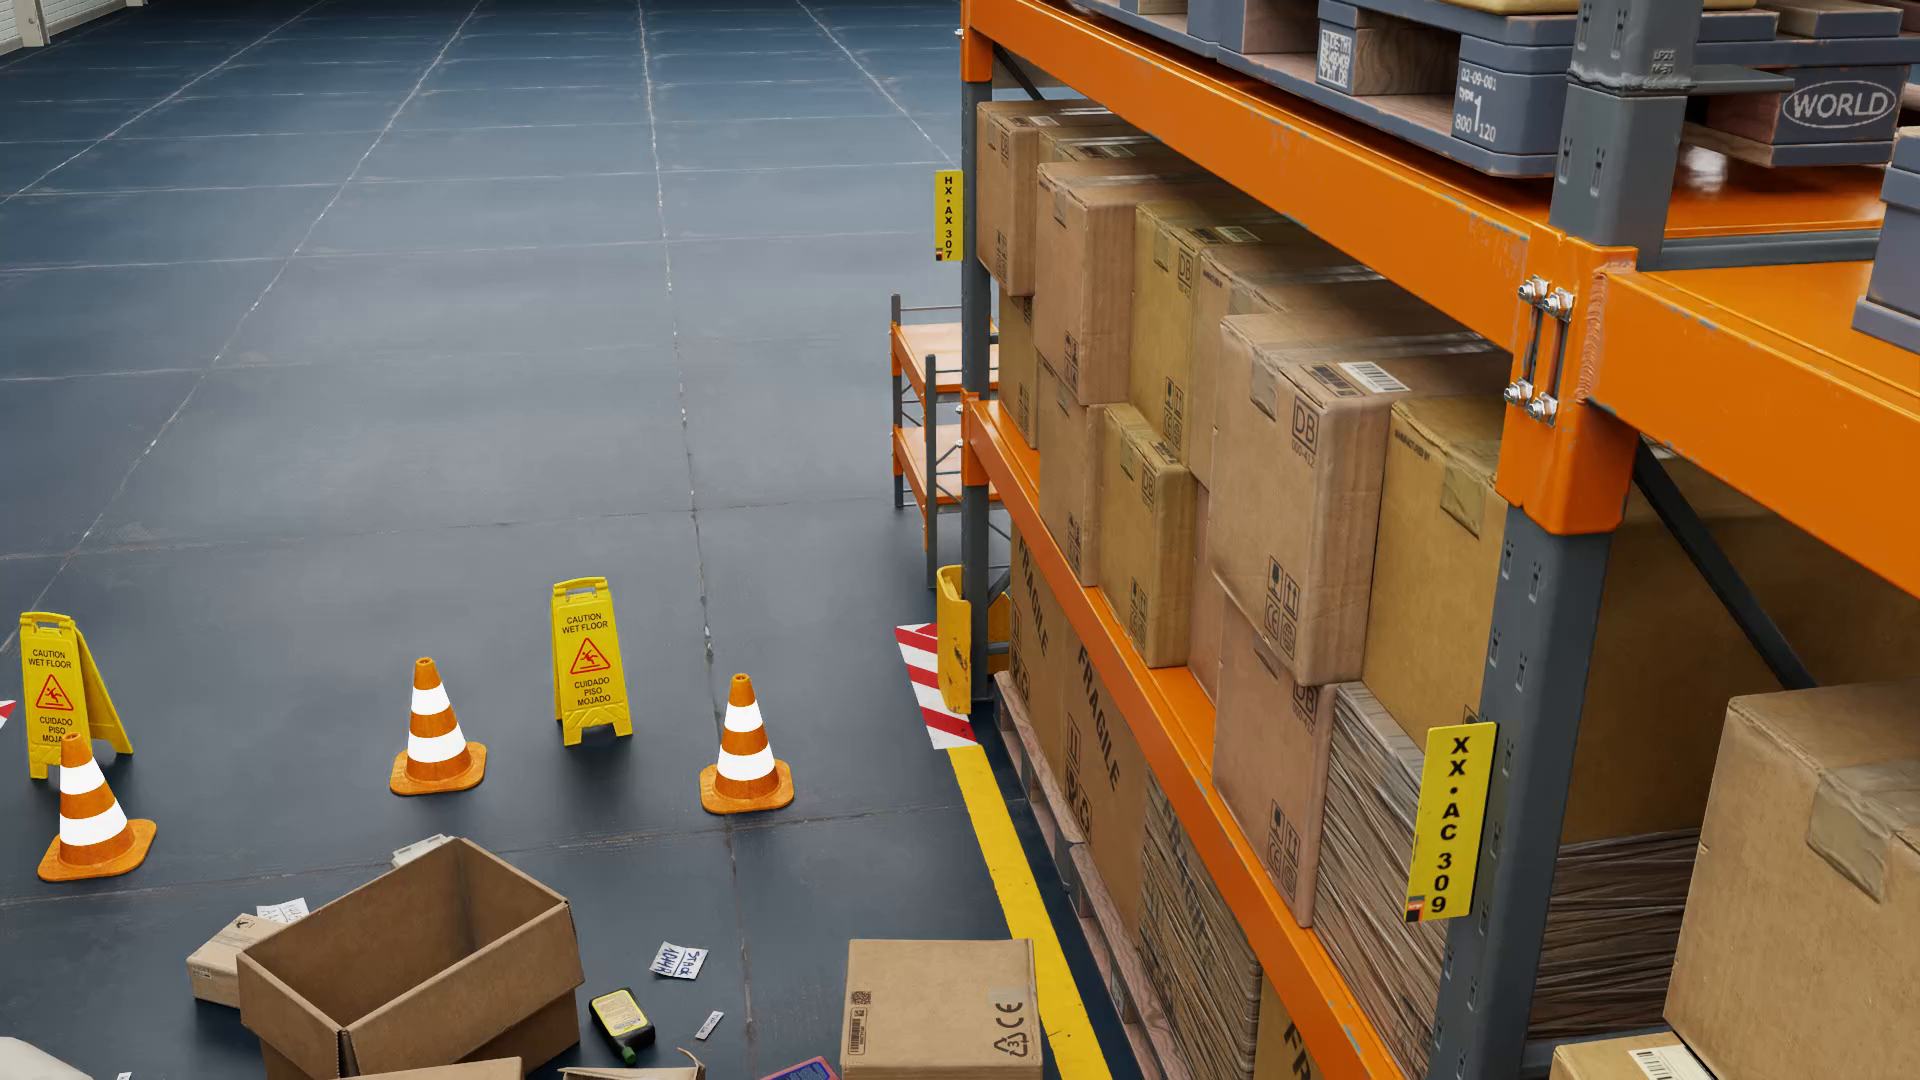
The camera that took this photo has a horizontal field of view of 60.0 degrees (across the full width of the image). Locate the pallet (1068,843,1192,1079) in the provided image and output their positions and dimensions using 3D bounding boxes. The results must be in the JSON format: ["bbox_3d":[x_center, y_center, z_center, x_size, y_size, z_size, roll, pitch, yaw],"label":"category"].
[{"bbox_3d":[0.954,1.292,5.028,1.003,0.211,1.213,-4,24,-10],"label":"pallet"}]

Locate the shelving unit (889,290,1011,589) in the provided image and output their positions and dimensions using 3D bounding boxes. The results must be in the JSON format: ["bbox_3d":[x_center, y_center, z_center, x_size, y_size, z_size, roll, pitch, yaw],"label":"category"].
[{"bbox_3d":[0.001,-0.513,8.019,0.538,1.125,1.048,-4,24,-10],"label":"shelving unit"}]

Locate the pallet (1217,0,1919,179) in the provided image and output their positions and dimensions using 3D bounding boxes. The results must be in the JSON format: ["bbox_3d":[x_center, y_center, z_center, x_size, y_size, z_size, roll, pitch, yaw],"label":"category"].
[{"bbox_3d":[1.106,-0.857,2.827,1.003,0.211,1.213,-4,24,-10],"label":"pallet"}]

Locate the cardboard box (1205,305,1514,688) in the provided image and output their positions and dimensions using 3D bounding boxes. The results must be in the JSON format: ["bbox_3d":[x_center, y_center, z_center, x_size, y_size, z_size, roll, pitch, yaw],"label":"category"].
[{"bbox_3d":[0.997,-0.119,3.239,0.875,0.550,0.550,-4,24,-10],"label":"cardboard box"}]

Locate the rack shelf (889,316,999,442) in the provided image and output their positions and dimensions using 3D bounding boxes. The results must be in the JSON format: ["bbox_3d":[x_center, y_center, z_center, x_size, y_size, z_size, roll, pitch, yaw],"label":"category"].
[{"bbox_3d":[0.001,-0.781,7.902,0.538,0.278,1.000,-4,24,-10],"label":"rack shelf"}]

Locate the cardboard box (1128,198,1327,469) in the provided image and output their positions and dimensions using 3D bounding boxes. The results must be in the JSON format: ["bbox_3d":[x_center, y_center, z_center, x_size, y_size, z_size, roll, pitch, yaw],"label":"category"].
[{"bbox_3d":[0.926,-0.550,4.224,0.875,0.550,0.500,-4,24,-10],"label":"cardboard box"}]

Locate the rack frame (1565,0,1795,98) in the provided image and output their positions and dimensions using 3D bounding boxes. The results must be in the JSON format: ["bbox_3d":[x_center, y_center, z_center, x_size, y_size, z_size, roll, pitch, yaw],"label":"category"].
[{"bbox_3d":[1.247,-1.950,1.470,1.000,3.000,0.127,-4,24,-10],"label":"rack frame"}]

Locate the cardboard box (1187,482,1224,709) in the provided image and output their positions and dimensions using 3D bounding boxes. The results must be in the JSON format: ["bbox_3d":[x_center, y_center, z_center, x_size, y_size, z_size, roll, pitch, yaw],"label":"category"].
[{"bbox_3d":[1.059,0.151,3.969,0.875,0.550,0.550,-4,24,-10],"label":"cardboard box"}]

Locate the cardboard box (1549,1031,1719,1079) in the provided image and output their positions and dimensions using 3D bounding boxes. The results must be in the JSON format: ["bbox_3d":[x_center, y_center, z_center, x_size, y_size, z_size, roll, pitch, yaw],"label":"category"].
[{"bbox_3d":[1.080,0.981,2.132,0.500,0.500,0.500,-4,24,-9],"label":"cardboard box"}]

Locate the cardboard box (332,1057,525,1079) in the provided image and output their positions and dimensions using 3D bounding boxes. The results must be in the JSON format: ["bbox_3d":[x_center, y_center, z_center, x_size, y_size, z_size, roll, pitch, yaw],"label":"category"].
[{"bbox_3d":[-1.345,1.585,3.823,0.797,0.637,0.503,-4,24,-10],"label":"cardboard box"}]

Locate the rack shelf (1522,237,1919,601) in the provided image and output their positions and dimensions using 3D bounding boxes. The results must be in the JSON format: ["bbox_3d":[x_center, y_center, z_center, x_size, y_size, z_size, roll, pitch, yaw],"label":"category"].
[{"bbox_3d":[1.617,0.541,0.414,1.077,0.370,4.000,-4,24,-10],"label":"rack shelf"}]

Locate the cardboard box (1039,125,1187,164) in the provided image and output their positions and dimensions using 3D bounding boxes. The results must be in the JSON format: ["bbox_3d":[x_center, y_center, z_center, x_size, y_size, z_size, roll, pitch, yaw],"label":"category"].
[{"bbox_3d":[0.730,-0.979,5.207,0.875,0.550,0.550,-4,24,-10],"label":"cardboard box"}]

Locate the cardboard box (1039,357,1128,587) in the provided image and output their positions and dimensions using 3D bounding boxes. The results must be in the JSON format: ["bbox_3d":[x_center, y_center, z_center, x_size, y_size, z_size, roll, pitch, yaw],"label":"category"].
[{"bbox_3d":[0.724,-0.255,4.900,0.875,0.550,0.550,-4,24,-10],"label":"cardboard box"}]

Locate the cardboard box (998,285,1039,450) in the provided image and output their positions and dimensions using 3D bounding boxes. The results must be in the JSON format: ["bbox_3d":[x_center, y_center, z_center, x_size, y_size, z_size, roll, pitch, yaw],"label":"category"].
[{"bbox_3d":[0.620,-0.700,5.917,0.875,0.550,0.550,-4,24,-10],"label":"cardboard box"}]

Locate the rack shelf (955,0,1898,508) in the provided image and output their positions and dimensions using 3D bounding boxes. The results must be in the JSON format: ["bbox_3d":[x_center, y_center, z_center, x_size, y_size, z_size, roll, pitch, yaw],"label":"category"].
[{"bbox_3d":[0.877,-1.032,4.016,1.077,0.370,4.000,-4,24,-10],"label":"rack shelf"}]

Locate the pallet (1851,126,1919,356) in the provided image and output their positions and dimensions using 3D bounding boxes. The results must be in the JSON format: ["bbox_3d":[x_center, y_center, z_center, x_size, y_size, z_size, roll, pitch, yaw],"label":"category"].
[{"bbox_3d":[1.465,-0.130,1.292,0.805,0.209,1.217,-5,24,-12],"label":"pallet"}]

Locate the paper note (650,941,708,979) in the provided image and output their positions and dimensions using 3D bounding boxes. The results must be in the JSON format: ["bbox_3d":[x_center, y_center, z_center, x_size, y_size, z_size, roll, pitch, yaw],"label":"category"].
[{"bbox_3d":[-0.879,1.314,5.206,0.144,0.017,0.142,4,24,9],"label":"paper note"}]

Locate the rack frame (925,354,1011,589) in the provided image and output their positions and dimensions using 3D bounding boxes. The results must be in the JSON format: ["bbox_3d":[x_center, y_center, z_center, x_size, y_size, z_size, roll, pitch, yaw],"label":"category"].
[{"bbox_3d":[0.095,-0.313,7.561,0.500,1.125,0.032,-4,24,-10],"label":"rack frame"}]

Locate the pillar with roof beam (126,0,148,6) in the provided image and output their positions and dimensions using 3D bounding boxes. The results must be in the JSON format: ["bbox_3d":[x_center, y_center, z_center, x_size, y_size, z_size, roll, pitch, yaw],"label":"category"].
[{"bbox_3d":[-11.290,-14.526,30.266,9.100,9.000,0.400,-4,24,-10],"label":"pillar with roof beam"}]

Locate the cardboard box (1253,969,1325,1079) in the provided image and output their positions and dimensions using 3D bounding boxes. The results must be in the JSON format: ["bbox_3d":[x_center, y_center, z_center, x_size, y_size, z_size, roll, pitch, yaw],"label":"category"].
[{"bbox_3d":[1.199,1.328,3.591,0.875,0.875,0.875,-4,24,-9],"label":"cardboard box"}]

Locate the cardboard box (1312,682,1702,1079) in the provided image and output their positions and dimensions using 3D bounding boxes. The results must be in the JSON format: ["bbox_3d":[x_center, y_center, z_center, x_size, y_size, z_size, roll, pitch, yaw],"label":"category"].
[{"bbox_3d":[1.167,0.587,2.971,0.875,0.550,0.550,-4,24,-10],"label":"cardboard box"}]

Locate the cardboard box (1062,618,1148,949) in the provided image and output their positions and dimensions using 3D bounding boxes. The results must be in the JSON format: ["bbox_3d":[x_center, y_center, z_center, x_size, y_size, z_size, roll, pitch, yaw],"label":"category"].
[{"bbox_3d":[0.862,0.615,5.223,0.875,0.875,0.875,-5,24,-11],"label":"cardboard box"}]

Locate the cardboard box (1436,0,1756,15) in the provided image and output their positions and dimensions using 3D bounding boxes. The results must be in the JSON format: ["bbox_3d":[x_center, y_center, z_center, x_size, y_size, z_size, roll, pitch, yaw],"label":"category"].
[{"bbox_3d":[0.865,-0.818,2.291,0.380,0.149,0.250,-4,24,-10],"label":"cardboard box"}]

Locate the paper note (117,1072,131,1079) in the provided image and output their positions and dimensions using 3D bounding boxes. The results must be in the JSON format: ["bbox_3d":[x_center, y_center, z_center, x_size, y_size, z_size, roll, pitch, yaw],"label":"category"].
[{"bbox_3d":[-2.373,1.547,4.696,0.032,0.001,0.123,-4,24,-10],"label":"paper note"}]

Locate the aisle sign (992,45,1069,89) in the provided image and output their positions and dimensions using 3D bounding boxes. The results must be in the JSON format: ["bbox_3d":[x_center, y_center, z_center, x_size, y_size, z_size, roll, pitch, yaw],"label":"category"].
[{"bbox_3d":[0.199,-1.971,5.766,0.394,0.787,0.004,-4,24,-10],"label":"aisle sign"}]

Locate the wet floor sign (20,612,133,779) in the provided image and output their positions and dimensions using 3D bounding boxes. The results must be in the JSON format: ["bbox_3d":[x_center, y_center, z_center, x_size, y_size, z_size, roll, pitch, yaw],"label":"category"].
[{"bbox_3d":[-3.322,0.557,6.167,0.267,0.644,0.232,4,24,9],"label":"wet floor sign"}]

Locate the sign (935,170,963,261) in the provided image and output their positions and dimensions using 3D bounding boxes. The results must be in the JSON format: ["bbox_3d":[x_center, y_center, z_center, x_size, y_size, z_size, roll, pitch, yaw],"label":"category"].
[{"bbox_3d":[-0.039,-1.168,5.996,0.100,0.325,0.005,-4,24,-10],"label":"sign"}]

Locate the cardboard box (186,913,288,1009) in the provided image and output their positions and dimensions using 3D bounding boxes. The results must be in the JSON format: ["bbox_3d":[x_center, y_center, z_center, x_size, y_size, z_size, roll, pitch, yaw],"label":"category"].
[{"bbox_3d":[-2.111,1.305,5.077,0.380,0.149,0.250,8,25,18],"label":"cardboard box"}]

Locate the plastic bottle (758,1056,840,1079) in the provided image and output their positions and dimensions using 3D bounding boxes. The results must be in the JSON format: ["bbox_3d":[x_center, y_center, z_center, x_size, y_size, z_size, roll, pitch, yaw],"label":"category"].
[{"bbox_3d":[-0.485,1.543,4.640,0.283,0.061,0.133,-13,27,-28],"label":"plastic bottle"}]

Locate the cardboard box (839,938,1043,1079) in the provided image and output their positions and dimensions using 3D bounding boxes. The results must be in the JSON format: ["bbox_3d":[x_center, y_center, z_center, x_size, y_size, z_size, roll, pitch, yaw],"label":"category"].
[{"bbox_3d":[-0.049,1.409,4.395,0.500,0.500,0.500,0,24,-1],"label":"cardboard box"}]

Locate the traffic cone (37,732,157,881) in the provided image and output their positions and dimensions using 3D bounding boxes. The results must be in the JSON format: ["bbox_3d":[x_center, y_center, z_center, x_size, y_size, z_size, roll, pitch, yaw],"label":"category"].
[{"bbox_3d":[-2.991,0.869,5.683,0.336,0.463,0.334,-4,24,-10],"label":"traffic cone"}]
